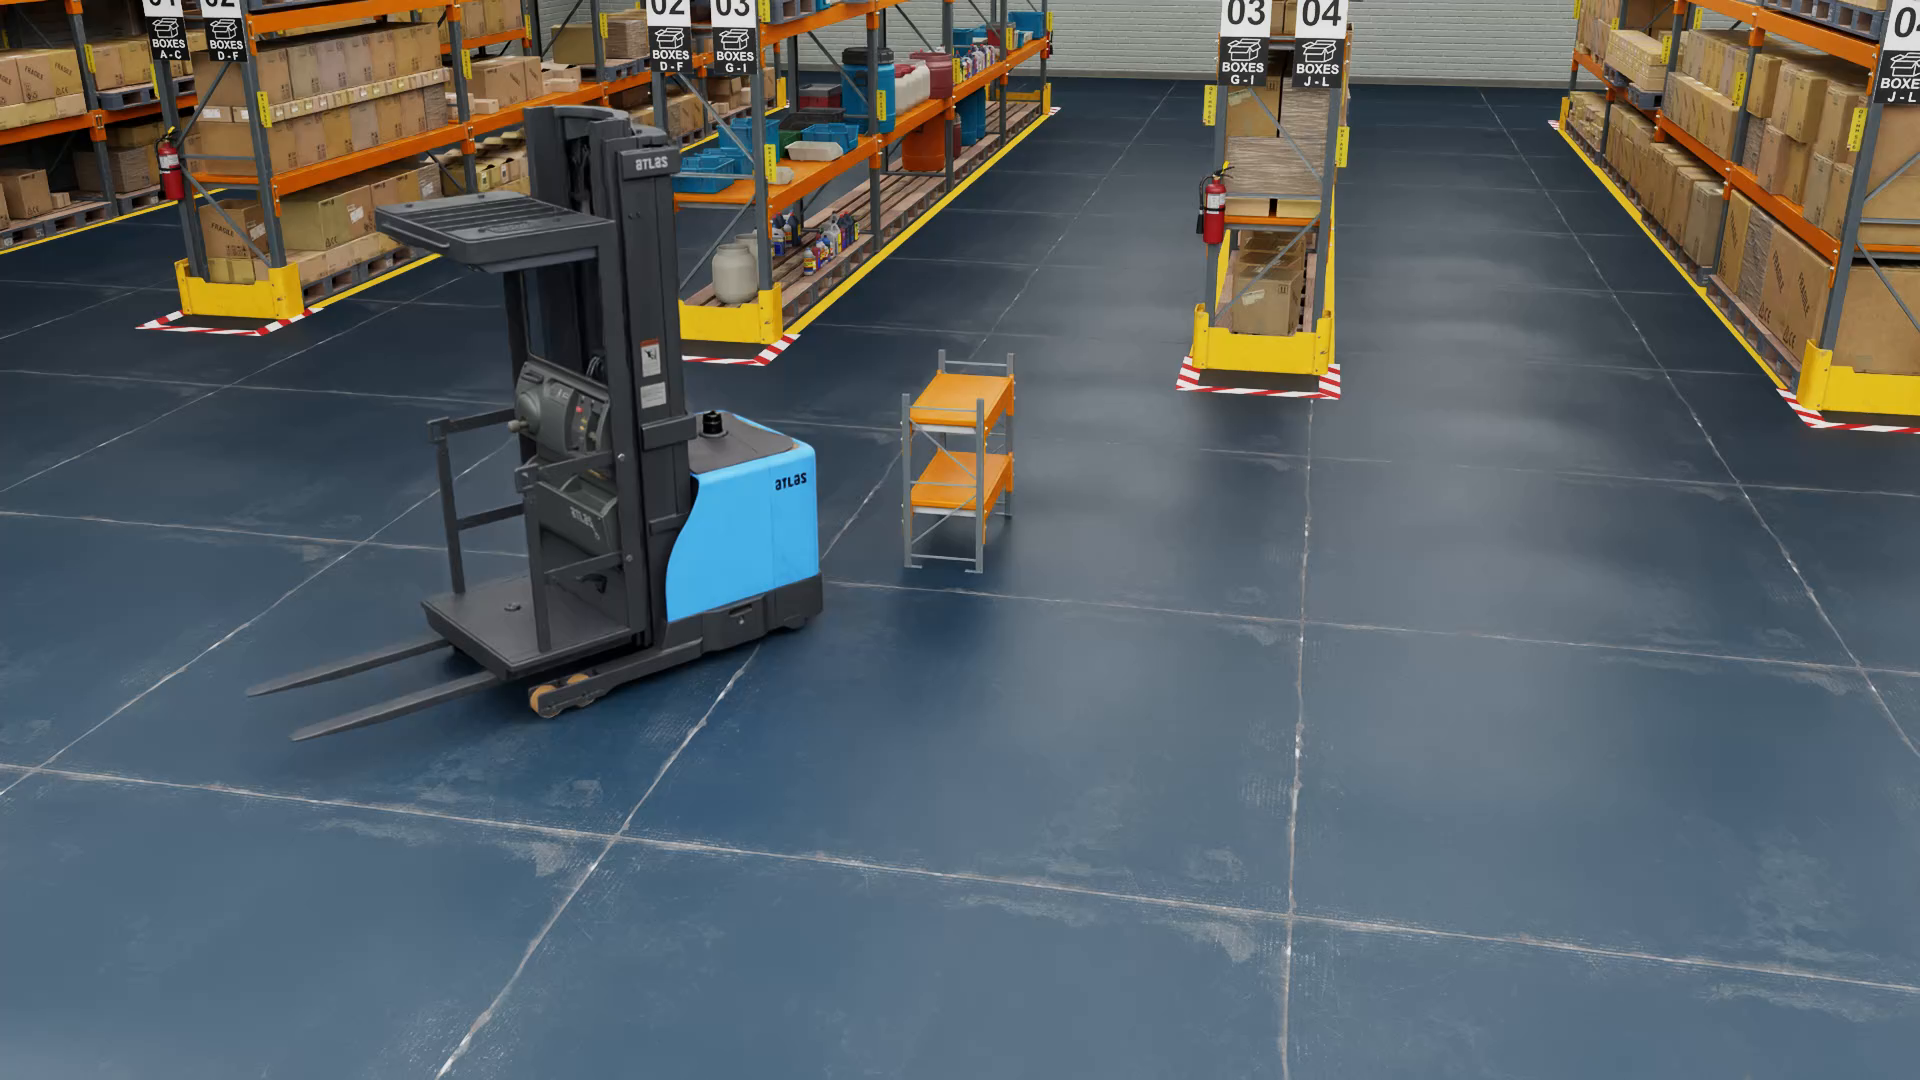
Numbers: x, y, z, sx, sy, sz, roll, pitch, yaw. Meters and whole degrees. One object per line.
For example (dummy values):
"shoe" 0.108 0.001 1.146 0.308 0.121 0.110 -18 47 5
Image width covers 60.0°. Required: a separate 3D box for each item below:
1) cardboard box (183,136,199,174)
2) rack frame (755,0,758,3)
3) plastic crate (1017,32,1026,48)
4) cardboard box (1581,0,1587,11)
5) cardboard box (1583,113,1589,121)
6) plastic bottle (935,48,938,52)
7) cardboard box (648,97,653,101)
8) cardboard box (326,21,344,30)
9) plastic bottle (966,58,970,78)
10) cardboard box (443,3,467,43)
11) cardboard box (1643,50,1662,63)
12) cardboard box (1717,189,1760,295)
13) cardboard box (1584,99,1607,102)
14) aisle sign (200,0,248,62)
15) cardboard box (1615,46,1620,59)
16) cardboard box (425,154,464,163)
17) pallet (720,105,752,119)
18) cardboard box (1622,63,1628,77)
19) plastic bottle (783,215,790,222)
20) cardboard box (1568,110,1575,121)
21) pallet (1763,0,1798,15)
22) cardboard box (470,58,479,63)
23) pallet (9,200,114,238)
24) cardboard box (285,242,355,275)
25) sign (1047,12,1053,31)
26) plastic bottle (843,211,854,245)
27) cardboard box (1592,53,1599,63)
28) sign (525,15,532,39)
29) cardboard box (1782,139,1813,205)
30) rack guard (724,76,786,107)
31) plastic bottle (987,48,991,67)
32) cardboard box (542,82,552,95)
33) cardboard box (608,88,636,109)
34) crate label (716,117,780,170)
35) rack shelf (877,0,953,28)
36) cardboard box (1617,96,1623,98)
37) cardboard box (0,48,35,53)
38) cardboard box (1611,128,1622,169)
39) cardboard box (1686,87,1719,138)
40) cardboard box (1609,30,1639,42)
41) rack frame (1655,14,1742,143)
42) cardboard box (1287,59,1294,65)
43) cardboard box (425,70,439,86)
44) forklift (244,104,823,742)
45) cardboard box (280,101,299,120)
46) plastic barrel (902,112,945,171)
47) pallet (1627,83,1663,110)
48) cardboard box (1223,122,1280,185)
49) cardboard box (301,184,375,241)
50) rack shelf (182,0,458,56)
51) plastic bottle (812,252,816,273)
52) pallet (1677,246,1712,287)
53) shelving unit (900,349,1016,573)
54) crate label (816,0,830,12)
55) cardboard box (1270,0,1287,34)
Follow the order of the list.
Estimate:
"cardboard box" -10.772 -5.179 22.454 0.700 0.500 0.500 5 22 12
"rack frame" -2.224 -6.052 13.835 1.000 3.000 0.127 4 22 11
"plastic crate" 0.873 -8.300 27.592 0.416 0.233 0.300 4 22 11
"cardboard box" 10.373 -8.832 26.898 0.500 0.500 0.500 4 22 11
"cardboard box" 10.172 -6.784 26.540 0.380 0.149 0.250 3 22 8
"plastic bottle" -0.368 -7.284 25.096 0.097 0.271 0.097 0 22 0
"cardboard box" -5.059 -6.727 26.299 0.500 0.500 0.500 5 22 12
"cardboard box" -9.722 -7.674 25.334 0.500 0.500 0.500 4 22 11
"plastic bottle" 0.099 -6.732 23.725 0.097 0.271 0.097 0 22 0
"cardboard box" -9.193 -9.016 28.823 0.980 0.700 0.700 4 22 10
"cardboard box" 8.797 -6.062 20.869 0.380 0.149 0.250 4 22 10
"cardboard box" 8.079 -2.924 16.381 0.875 0.875 0.875 5 22 12
"cardboard box" 10.134 -6.921 26.480 0.380 0.149 0.250 5 23 13
"aisle sign" -6.786 -4.807 15.293 0.394 0.787 0.004 4 22 11
"cardboard box" 9.222 -6.688 22.820 0.380 0.149 0.250 4 22 9
"cardboard box" -6.354 -4.651 20.755 0.500 0.311 0.500 5 22 12
"pallet" -4.236 -7.442 29.049 1.003 0.211 1.213 4 22 11
"cardboard box" 9.062 -6.265 22.167 0.380 0.149 0.250 3 22 8
"plastic bottle" -1.941 -3.469 18.510 0.152 0.276 0.135 5 23 13
"cardboard box" 10.304 -7.033 27.556 0.380 0.149 0.250 5 22 12
"pallet" 8.099 -4.991 15.335 1.003 0.211 1.213 4 22 11
"cardboard box" -9.027 -8.733 30.437 0.380 0.149 0.250 5 22 11
"pallet" -11.209 -3.945 20.368 1.003 0.211 1.213 4 22 11
"cardboard box" -6.647 -2.930 17.232 0.500 0.250 0.500 4 22 11
"sign" 1.583 -9.160 29.365 0.100 0.325 0.005 4 22 11
"plastic bottle" -1.257 -3.450 18.361 0.144 0.351 0.185 4 22 9
"cardboard box" 9.986 -7.448 25.669 0.380 0.149 0.250 5 22 12
"sign" -5.973 -7.112 23.054 0.100 0.325 0.005 4 22 11
"cardboard box" 7.887 -3.280 14.783 0.875 0.550 0.500 4 22 11
"rack guard" -3.823 -8.312 30.824 1.175 0.500 0.348 4 22 11
"plastic bottle" 0.386 -7.298 25.125 0.152 0.276 0.135 4 22 11
"cardboard box" -5.645 -5.987 22.040 0.380 0.149 0.250 6 23 15
"cardboard box" -5.267 -6.722 25.282 0.500 0.250 0.500 4 22 10
"crate label" -2.113 -3.979 16.672 0.502 0.435 0.616 4 22 11
"rack shelf" -1.000 -6.521 19.978 1.077 0.370 4.000 4 22 11
"cardboard box" 10.829 -7.072 26.855 0.380 0.149 0.250 4 22 10
"cardboard box" -11.407 -5.619 19.960 0.500 0.500 0.500 4 22 10
"cardboard box" 9.392 -5.457 23.172 0.500 0.500 0.500 5 23 13
"cardboard box" 8.428 -4.752 18.505 0.500 0.500 0.500 4 22 10
"cardboard box" 9.378 -7.110 23.471 0.380 0.149 0.250 6 23 14
"rack frame" 9.092 -5.402 20.252 1.000 3.000 0.127 4 22 11
"cardboard box" 3.213 -4.085 15.112 0.500 0.500 0.500 4 22 11
"cardboard box" -6.154 -5.252 18.878 0.380 0.149 0.250 4 22 10
"forklift" -2.240 -0.663 8.577 3.031 2.935 1.130 -18 28 -37
"cardboard box" -6.730 -4.219 16.313 0.380 0.149 0.250 4 22 10
"plastic barrel" -0.508 -5.563 22.995 0.600 0.830 0.708 4 22 11
"pallet" 9.133 -5.582 20.955 1.213 0.211 1.003 4 22 11
"cardboard box" 2.748 -3.467 14.915 0.875 0.500 0.500 4 22 11
"cardboard box" -6.556 -3.461 17.548 0.500 0.500 0.500 4 22 11
"rack shelf" -6.664 -5.437 17.287 1.077 0.370 4.000 4 22 11
"plastic bottle" -1.528 -2.852 17.078 0.097 0.201 0.097 0 22 0
"pallet" 8.360 -2.934 17.856 1.003 0.211 1.213 4 22 11
"shelving unit" 0.001 -0.524 10.650 0.538 1.125 1.048 4 22 11
"crate label" -1.519 -5.251 16.060 0.502 0.251 0.408 4 22 11
"cardboard box" 2.474 -4.409 13.972 0.500 0.250 0.500 5 22 12
